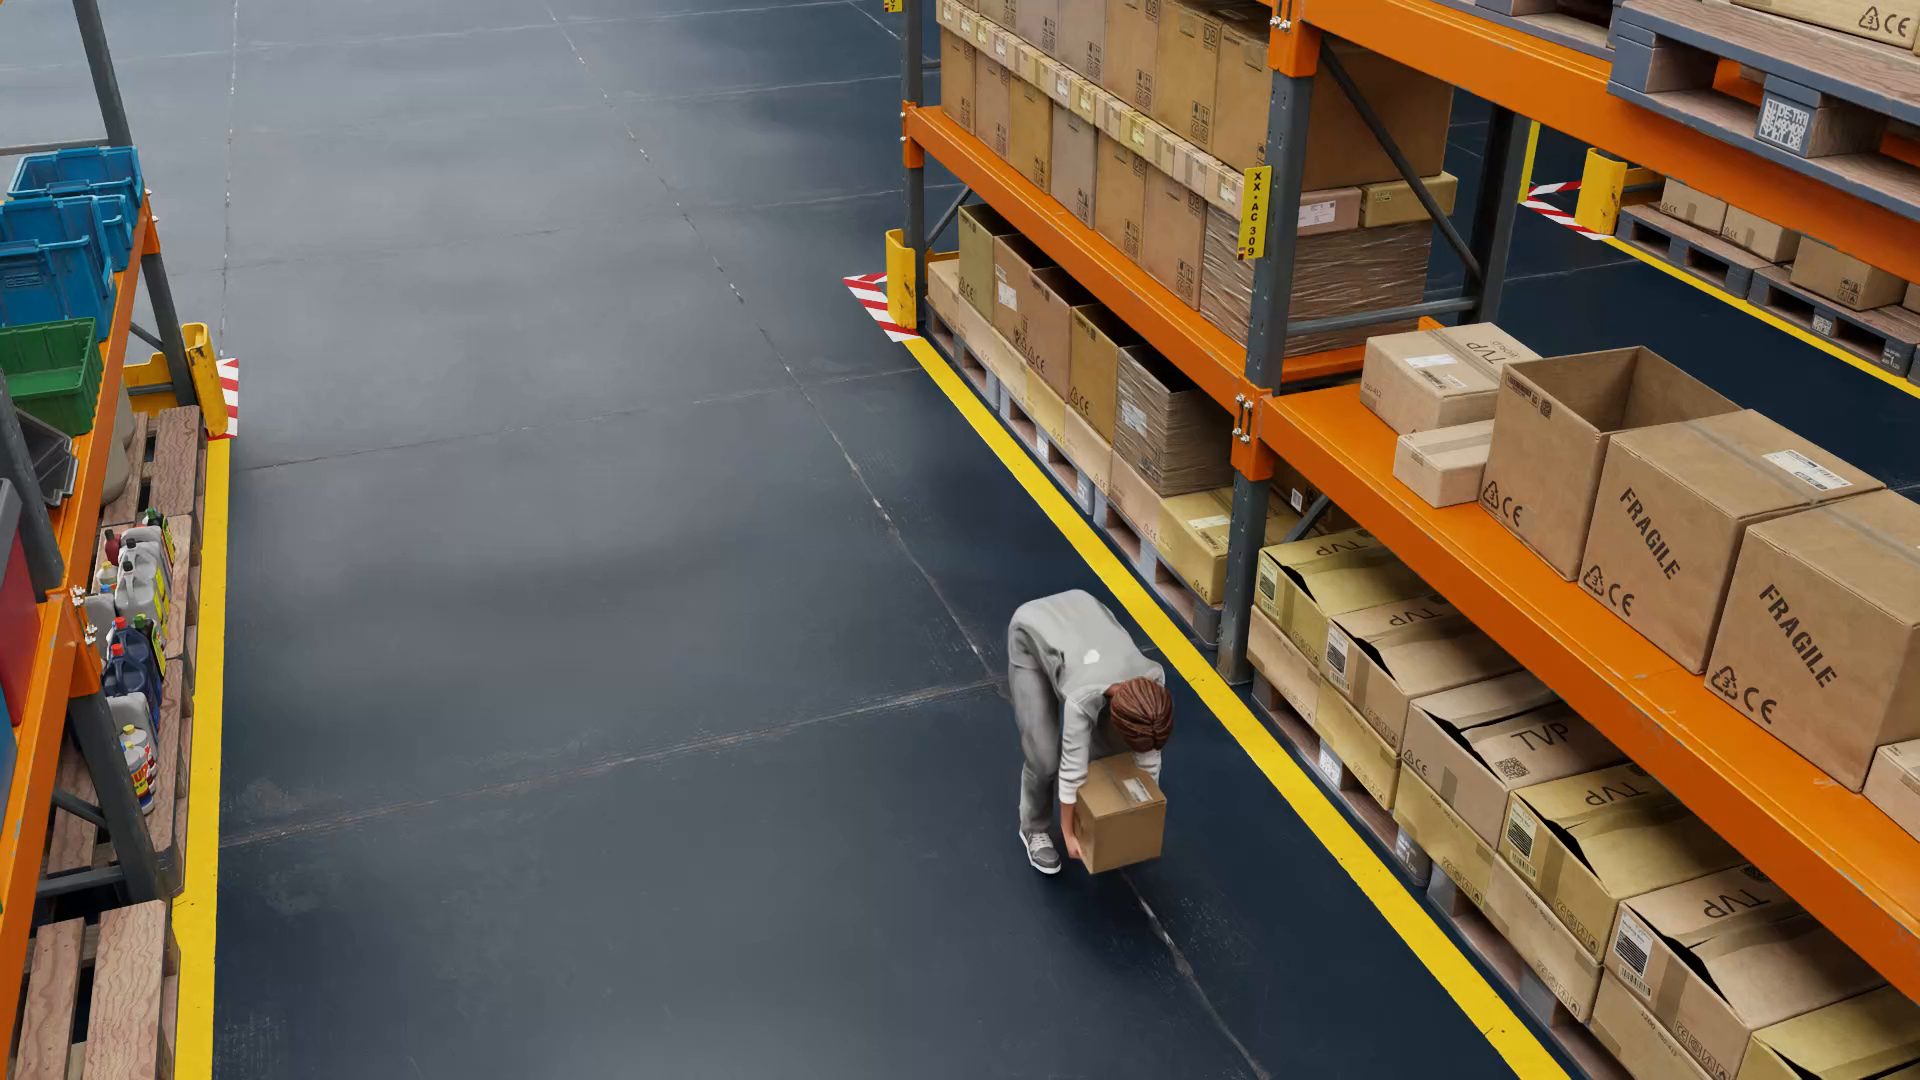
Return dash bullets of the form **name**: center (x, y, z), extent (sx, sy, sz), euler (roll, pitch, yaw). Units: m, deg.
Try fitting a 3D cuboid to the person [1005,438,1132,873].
- **person**: center (0.363, 0.362, 5.523), extent (0.471, 1.590, 0.348), euler (-12, 32, -20)
